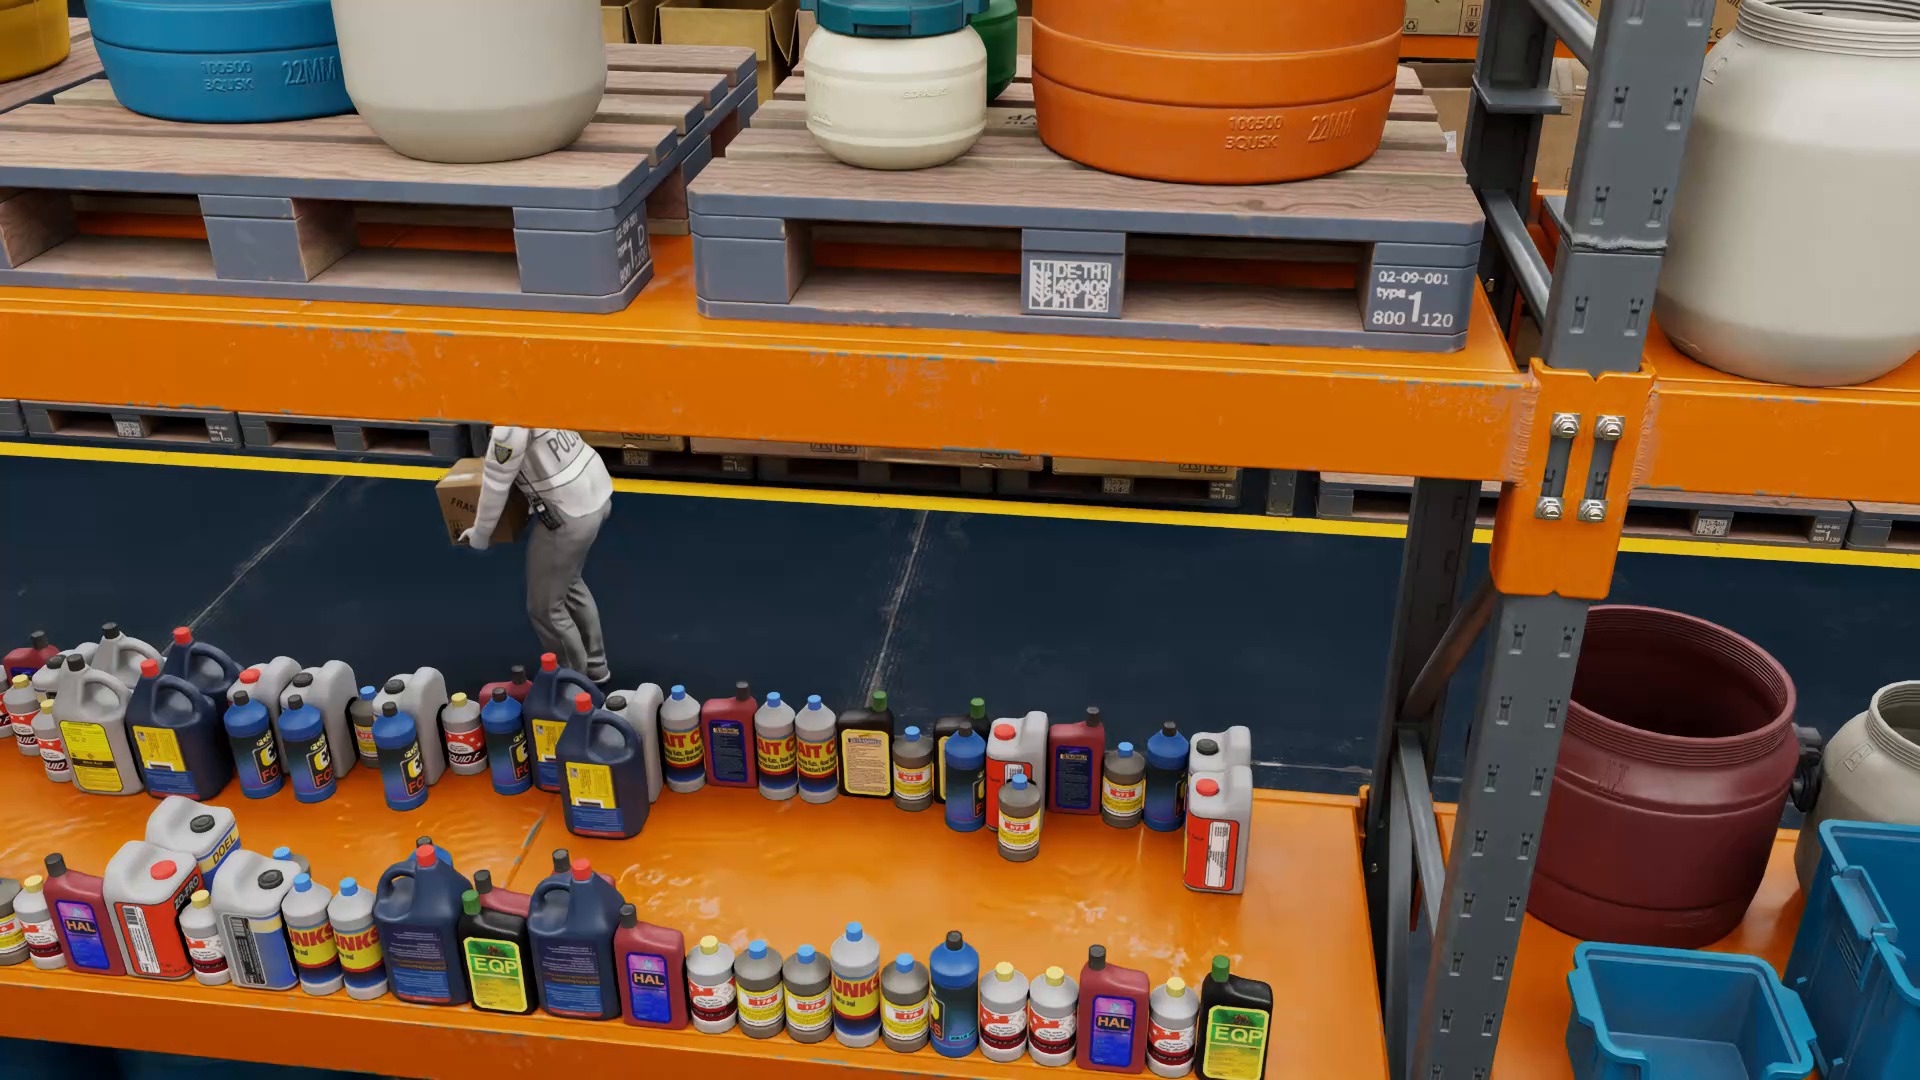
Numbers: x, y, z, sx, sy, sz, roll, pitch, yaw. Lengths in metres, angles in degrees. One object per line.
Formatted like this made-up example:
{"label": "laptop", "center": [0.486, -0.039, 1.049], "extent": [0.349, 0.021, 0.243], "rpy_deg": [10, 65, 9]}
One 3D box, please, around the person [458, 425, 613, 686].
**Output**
{"label": "person", "center": [-1.601, -0.084, 6.321], "extent": [0.555, 1.632, 0.413], "rpy_deg": [3, 29, 5]}
